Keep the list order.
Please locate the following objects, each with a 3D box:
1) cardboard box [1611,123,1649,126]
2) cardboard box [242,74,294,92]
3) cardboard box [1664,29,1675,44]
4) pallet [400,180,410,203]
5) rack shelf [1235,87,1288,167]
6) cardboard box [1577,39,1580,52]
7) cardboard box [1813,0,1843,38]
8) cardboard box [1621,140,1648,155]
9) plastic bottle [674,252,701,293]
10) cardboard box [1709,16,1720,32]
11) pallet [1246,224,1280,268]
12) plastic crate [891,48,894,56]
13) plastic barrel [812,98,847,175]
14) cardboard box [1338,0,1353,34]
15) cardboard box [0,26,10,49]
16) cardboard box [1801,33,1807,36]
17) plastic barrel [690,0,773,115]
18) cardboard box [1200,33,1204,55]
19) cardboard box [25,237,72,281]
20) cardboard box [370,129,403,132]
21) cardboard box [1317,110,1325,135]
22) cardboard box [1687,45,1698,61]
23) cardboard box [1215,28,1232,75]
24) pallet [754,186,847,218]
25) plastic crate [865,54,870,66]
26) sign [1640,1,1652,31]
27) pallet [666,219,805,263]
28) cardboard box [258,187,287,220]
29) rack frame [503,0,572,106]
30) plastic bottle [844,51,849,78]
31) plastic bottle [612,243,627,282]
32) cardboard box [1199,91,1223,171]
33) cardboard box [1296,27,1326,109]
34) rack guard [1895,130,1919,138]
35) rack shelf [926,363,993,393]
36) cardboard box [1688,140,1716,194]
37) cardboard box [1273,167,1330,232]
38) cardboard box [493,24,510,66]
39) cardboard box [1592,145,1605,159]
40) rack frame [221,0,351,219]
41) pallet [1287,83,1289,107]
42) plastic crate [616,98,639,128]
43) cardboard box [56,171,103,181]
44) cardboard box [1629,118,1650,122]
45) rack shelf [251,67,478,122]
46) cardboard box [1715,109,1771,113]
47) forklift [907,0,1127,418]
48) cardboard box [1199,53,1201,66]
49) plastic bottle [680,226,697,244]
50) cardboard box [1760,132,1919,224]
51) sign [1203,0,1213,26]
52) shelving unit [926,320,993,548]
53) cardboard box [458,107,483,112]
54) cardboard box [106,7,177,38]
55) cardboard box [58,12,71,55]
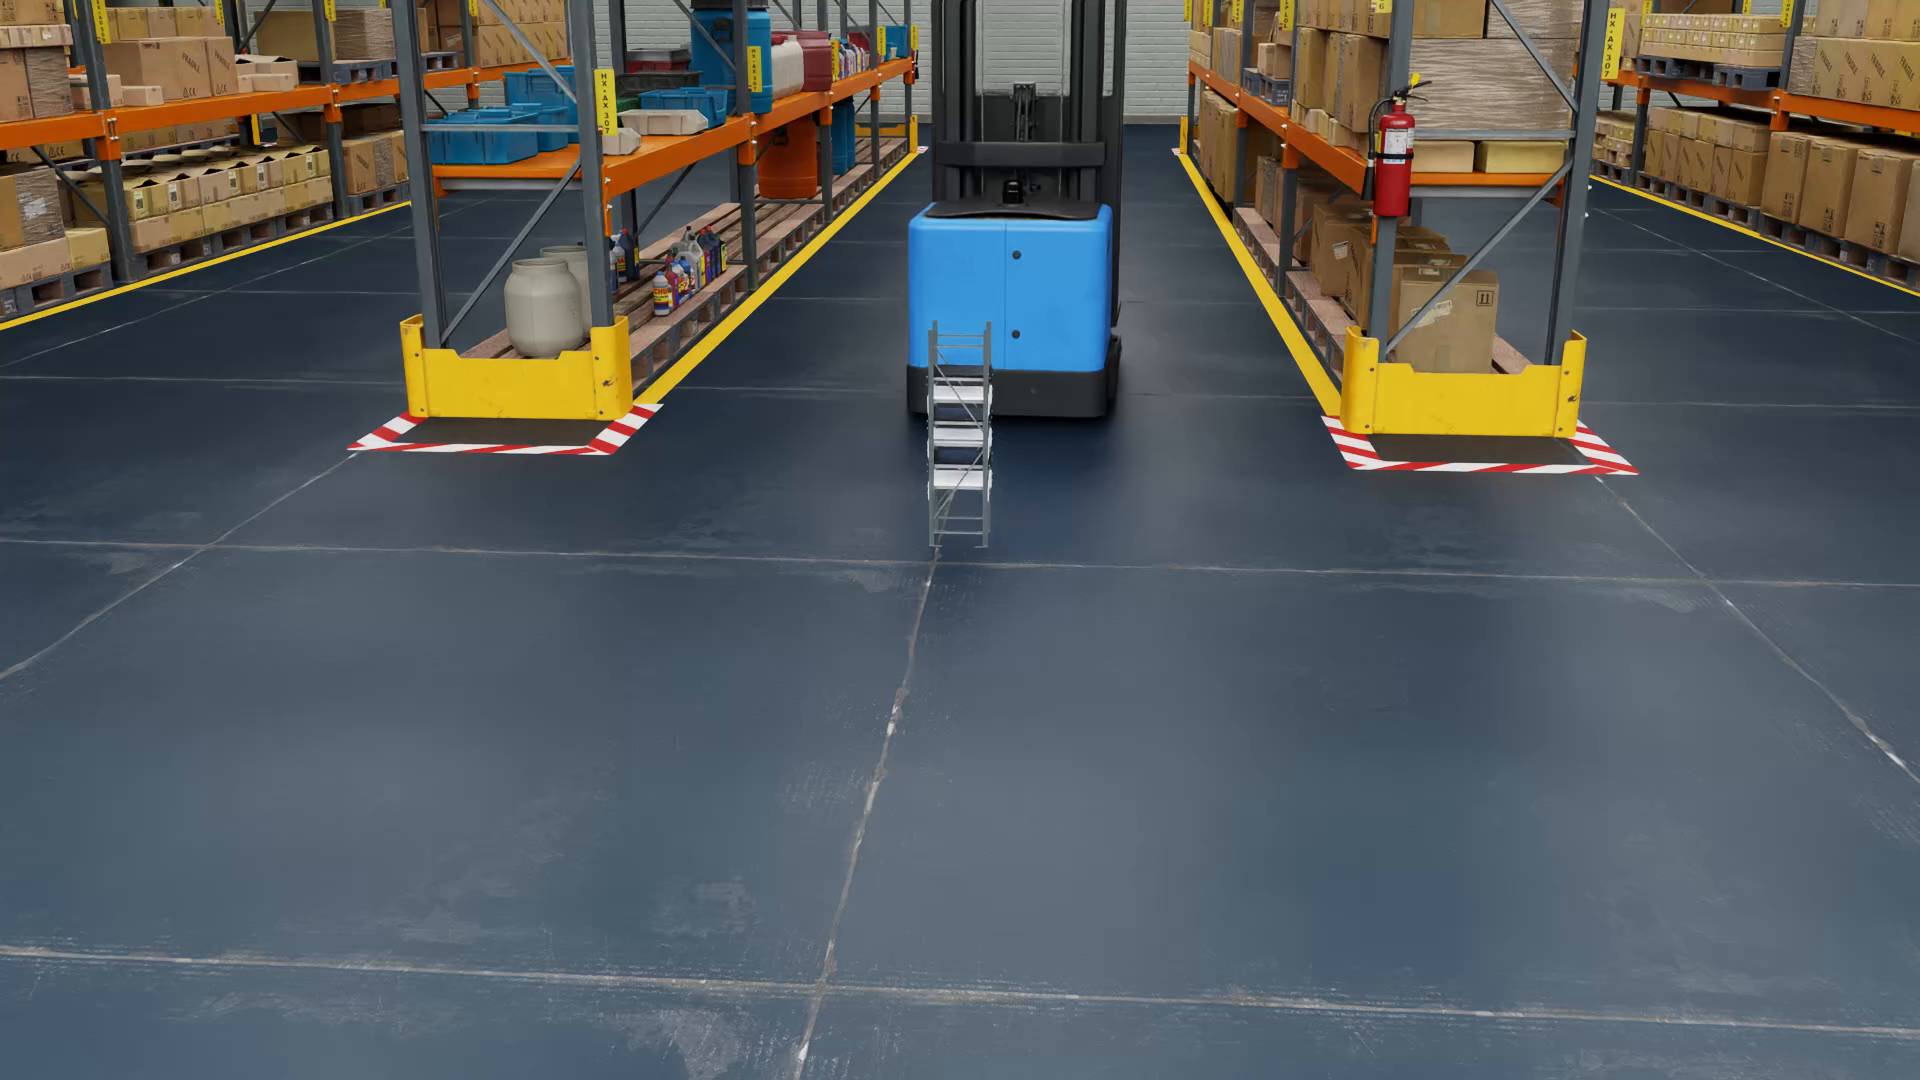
[{"bbox_3d":[8.247,-5.058,20.492,0.380,0.149,0.250,2,18,6],"label":"cardboard box"},{"bbox_3d":[-6.501,-4.295,15.618,0.380,0.149,0.250,1,18,4],"label":"cardboard box"},{"bbox_3d":[7.856,-5.446,17.978,0.380,0.149,0.250,1,18,2],"label":"cardboard box"},{"bbox_3d":[-6.531,-3.984,18.743,1.003,0.211,1.213,1,18,4],"label":"pallet"},{"bbox_3d":[3.025,-3.515,13.988,1.077,0.370,4.000,1,18,4],"label":"rack shelf"},{"bbox_3d":[8.314,-6.557,21.480,0.500,0.500,0.500,2,18,5],"label":"cardboard box"},{"bbox_3d":[8.067,-4.719,14.742,0.700,0.500,0.500,1,18,4],"label":"cardboard box"},{"bbox_3d":[8.101,-4.669,19.782,0.380,0.149,0.250,2,18,5],"label":"cardboard box"},{"bbox_3d":[-1.869,-1.844,11.401,0.152,0.276,0.135,2,18,5],"label":"plastic bottle"},{"bbox_3d":[7.764,-5.178,16.682,0.380,0.149,0.250,1,18,4],"label":"cardboard box"},{"bbox_3d":[3.021,-2.532,14.312,1.003,0.211,1.213,1,18,4],"label":"pallet"},{"bbox_3d":[-1.111,-6.629,22.664,0.396,0.136,0.243,1,18,4],"label":"plastic crate"},{"bbox_3d":[-1.592,-4.645,18.976,0.600,0.901,0.708,1,18,4],"label":"plastic barrel"},{"bbox_3d":[2.457,-3.144,9.457,0.500,0.500,0.500,1,18,4],"label":"cardboard box"},{"bbox_3d":[-6.858,-3.485,11.538,0.380,0.149,0.250,1,18,4],"label":"cardboard box"},{"bbox_3d":[8.377,-4.870,16.220,0.380,0.149,0.250,1,18,2],"label":"cardboard box"},{"bbox_3d":[-1.728,-3.698,12.585,0.600,0.901,0.708,1,18,4],"label":"plastic barrel"},{"bbox_3d":[3.296,-6.253,20.951,0.500,0.250,0.500,2,18,5],"label":"cardboard box"},{"bbox_3d":[-6.860,-2.047,12.094,0.500,0.250,0.500,1,18,4],"label":"cardboard box"},{"bbox_3d":[-6.289,-4.337,18.649,0.500,0.500,0.500,1,18,2],"label":"cardboard box"},{"bbox_3d":[2.501,-2.667,10.650,0.380,0.149,0.250,1,18,4],"label":"cardboard box"},{"bbox_3d":[7.799,-5.062,17.284,0.380,0.149,0.250,0,18,1],"label":"cardboard box"},{"bbox_3d":[3.138,-5.474,18.652,0.500,0.500,0.500,1,18,4],"label":"cardboard box"},{"bbox_3d":[-1.757,-3.509,17.293,1.003,0.211,1.213,1,18,4],"label":"pallet"},{"bbox_3d":[-1.309,-5.875,20.363,0.396,0.136,0.243,1,18,4],"label":"plastic crate"},{"bbox_3d":[7.854,-5.999,19.024,0.100,0.325,0.005,1,18,4],"label":"sign"},{"bbox_3d":[-1.956,-2.646,14.658,1.003,0.211,1.213,1,18,4],"label":"pallet"},{"bbox_3d":[-6.579,-3.108,15.332,0.500,0.250,0.500,2,18,5],"label":"cardboard box"},{"bbox_3d":[-6.138,-7.185,24.033,1.000,3.000,0.127,1,18,4],"label":"rack frame"},{"bbox_3d":[-1.250,-5.189,18.129,0.061,0.283,0.133,1,18,4],"label":"plastic bottle"},{"bbox_3d":[-2.420,-1.970,11.791,0.097,0.271,0.097,0,18,0],"label":"plastic bottle"},{"bbox_3d":[3.430,-4.711,19.220,1.225,0.875,0.875,1,18,4],"label":"cardboard box"},{"bbox_3d":[2.717,-3.132,11.025,0.875,0.500,0.500,1,18,4],"label":"cardboard box"},{"bbox_3d":[13.628,-5.561,23.091,1.175,0.500,0.348,1,18,4],"label":"rack guard"},{"bbox_3d":[0.001,-0.655,6.717,0.258,0.077,0.200,1,18,4],"label":"rack shelf"},{"bbox_3d":[7.958,-3.883,17.297,0.500,0.500,0.500,0,18,1],"label":"cardboard box"},{"bbox_3d":[3.080,-2.942,14.391,0.700,0.500,0.500,3,18,9],"label":"cardboard box"},{"bbox_3d":[-6.083,-6.301,21.176,0.500,0.500,0.500,2,18,5],"label":"cardboard box"},{"bbox_3d":[8.158,-4.874,20.884,0.380,0.149,0.250,1,18,4],"label":"cardboard box"},{"bbox_3d":[-6.712,-4.700,16.450,1.000,3.000,0.127,1,18,4],"label":"rack frame"},{"bbox_3d":[3.082,-3.379,12.725,1.003,0.211,1.213,1,18,4],"label":"pallet"},{"bbox_3d":[-2.437,-2.830,11.083,0.450,0.188,0.662,1,18,4],"label":"plastic crate"},{"bbox_3d":[-7.225,-2.911,13.831,0.500,0.311,0.500,2,18,5],"label":"cardboard box"},{"bbox_3d":[8.764,-5.293,21.207,0.380,0.149,0.250,1,18,4],"label":"cardboard box"},{"bbox_3d":[-6.568,-4.979,18.458,1.077,0.370,4.000,1,18,4],"label":"rack shelf"},{"bbox_3d":[8.544,-4.550,18.127,0.500,0.250,0.500,2,18,7],"label":"cardboard box"},{"bbox_3d":[0.412,-2.443,9.671,1.130,2.935,3.031,2,18,7],"label":"forklift"},{"bbox_3d":[3.242,-6.102,21.131,0.380,0.149,0.250,1,18,3],"label":"cardboard box"},{"bbox_3d":[-1.961,-2.093,12.041,0.144,0.351,0.185,1,18,4],"label":"plastic bottle"},{"bbox_3d":[7.975,-3.279,15.052,1.050,0.750,0.750,1,18,3],"label":"cardboard box"},{"bbox_3d":[2.902,-6.181,19.452,0.100,0.325,0.005,1,18,4],"label":"sign"},{"bbox_3d":[0.001,-0.430,6.791,0.258,0.900,0.210,1,18,4],"label":"shelving unit"},{"bbox_3d":[-6.296,-5.549,22.343,0.797,0.503,0.637,1,18,4],"label":"cardboard box"},{"bbox_3d":[-11.211,-6.815,22.423,0.980,0.700,0.700,0,18,1],"label":"cardboard box"},{"bbox_3d":[-11.148,-6.101,20.056,0.500,0.500,0.500,1,18,3],"label":"cardboard box"}]
